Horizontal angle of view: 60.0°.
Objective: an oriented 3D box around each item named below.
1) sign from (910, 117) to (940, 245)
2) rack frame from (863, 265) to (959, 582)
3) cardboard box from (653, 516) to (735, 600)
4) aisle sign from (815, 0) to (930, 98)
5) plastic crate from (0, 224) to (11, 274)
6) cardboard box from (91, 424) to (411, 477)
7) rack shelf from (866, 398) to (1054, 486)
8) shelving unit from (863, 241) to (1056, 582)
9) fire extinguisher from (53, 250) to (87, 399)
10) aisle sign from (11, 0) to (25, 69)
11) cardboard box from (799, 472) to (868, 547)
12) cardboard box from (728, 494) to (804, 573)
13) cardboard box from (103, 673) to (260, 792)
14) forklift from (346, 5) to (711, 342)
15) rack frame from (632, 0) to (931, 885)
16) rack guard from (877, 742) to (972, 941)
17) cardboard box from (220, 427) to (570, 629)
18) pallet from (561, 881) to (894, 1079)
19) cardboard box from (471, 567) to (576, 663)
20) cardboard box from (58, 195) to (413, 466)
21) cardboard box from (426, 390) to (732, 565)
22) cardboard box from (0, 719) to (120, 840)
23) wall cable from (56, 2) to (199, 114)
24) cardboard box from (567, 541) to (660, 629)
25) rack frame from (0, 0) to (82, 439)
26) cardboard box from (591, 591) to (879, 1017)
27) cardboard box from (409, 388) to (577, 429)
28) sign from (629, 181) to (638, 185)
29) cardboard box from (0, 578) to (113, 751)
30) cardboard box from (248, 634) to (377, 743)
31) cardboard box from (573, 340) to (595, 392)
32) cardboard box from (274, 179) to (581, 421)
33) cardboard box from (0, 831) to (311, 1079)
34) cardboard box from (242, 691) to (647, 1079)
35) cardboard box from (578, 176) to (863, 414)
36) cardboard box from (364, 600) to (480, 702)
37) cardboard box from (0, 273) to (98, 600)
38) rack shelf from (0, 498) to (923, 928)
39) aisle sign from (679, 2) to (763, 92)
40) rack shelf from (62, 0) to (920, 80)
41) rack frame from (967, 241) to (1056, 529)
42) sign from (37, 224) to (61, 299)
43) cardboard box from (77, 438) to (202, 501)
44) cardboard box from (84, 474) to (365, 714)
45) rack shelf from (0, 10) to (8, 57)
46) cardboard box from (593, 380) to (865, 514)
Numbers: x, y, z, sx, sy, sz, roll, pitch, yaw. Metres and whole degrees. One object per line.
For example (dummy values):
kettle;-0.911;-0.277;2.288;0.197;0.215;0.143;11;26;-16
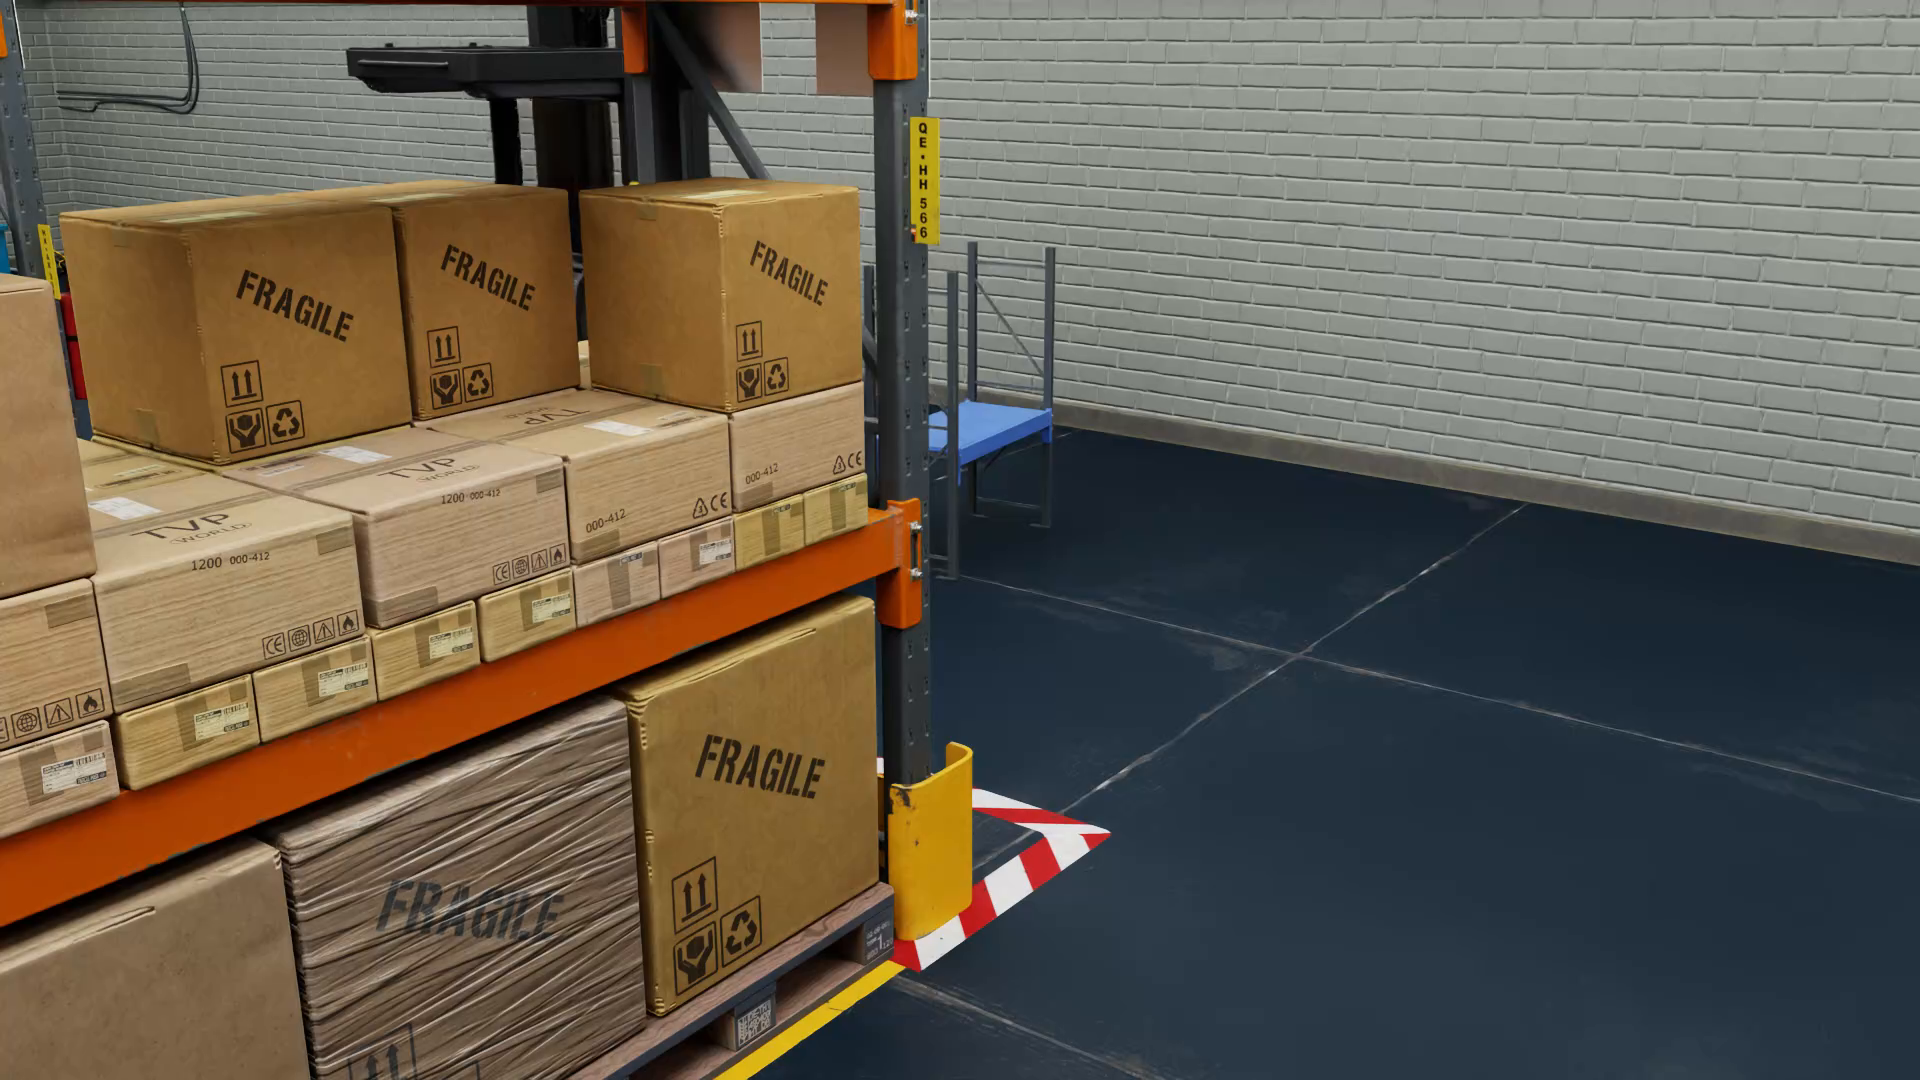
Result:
sign;-0.095;-0.943;4.372;0.100;0.325;0.005;12;21;35
rack frame;-0.232;-0.553;7.996;0.500;1.500;0.032;9;20;28
cardboard box;-0.775;0.009;4.081;0.380;0.149;0.250;12;21;35
aisle sign;-0.238;-1.582;4.397;0.394;0.787;0.004;12;21;35
plastic crate;-4.549;-1.184;7.339;0.616;0.435;0.499;12;21;35
cardboard box;-1.632;-0.136;3.876;0.500;0.250;0.500;12;21;33
rack shelf;0.016;-0.513;8.473;0.538;0.185;1.000;9;20;28
shelving unit;0.016;-0.685;8.419;0.538;1.500;1.048;9;20;28
fire extinguisher;-4.045;-0.992;7.640;0.296;0.674;0.183;12;21;35
aisle sign;-4.222;-2.458;7.219;0.394;0.787;0.004;12;21;35
cardboard box;-0.470;-0.113;4.475;0.380;0.149;0.250;13;21;36
cardboard box;-0.623;-0.051;4.274;0.380;0.149;0.250;13;21;35
cardboard box;-1.535;0.313;3.101;0.380;0.149;0.250;12;21;33
forklift;-1.872;-1.051;7.186;3.031;2.935;1.130;-16;24;-42
rack frame;-0.522;-0.376;4.898;1.000;3.000;0.127;12;21;35
rack guard;-0.508;0.812;5.287;1.175;0.500;0.348;12;21;35
cardboard box;-1.203;-0.043;3.574;0.500;0.250;0.500;12;21;33
pallet;-0.936;1.160;4.654;1.003;0.211;1.213;12;21;35
cardboard box;-1.077;0.130;3.691;0.380;0.149;0.250;12;21;33
cardboard box;-1.627;-0.495;3.766;0.500;0.500;0.500;12;21;33
cardboard box;-0.901;-0.164;3.965;0.500;0.250;0.500;12;21;34
cardboard box;-1.690;0.376;2.899;0.380;0.149;0.250;13;21;35
wall cable;-8.799;-5.668;17.059;3.097;2.526;0.112;12;21;35
cardboard box;-0.924;0.068;3.891;0.380;0.149;0.250;13;21;36
rack frame;-4.500;-1.252;7.716;1.000;3.000;0.127;12;21;35
cardboard box;-0.839;0.604;4.614;0.875;0.875;0.875;12;21;35
cardboard box;-1.329;-0.255;4.259;0.500;0.250;0.500;12;21;34
sign;-0.964;-0.927;5.078;0.100;0.325;0.005;12;21;35
cardboard box;-1.811;0.198;2.799;0.500;0.250;0.500;13;22;36
cardboard box;-1.381;0.251;3.302;0.380;0.149;0.250;13;21;36
cardboard box;-1.025;-0.380;4.662;0.500;0.250;0.500;12;21;33
cardboard box;-1.323;-0.619;4.167;0.500;0.500;0.500;12;21;33
cardboard box;-1.912;1.033;3.234;0.875;0.875;0.875;12;21;35
cardboard box;-1.381;0.821;3.916;0.875;0.875;0.875;12;21;35
cardboard box;-0.601;-0.642;4.242;0.500;0.500;0.500;13;21;35
cardboard box;-1.231;0.192;3.491;0.380;0.149;0.250;13;21;35
cardboard box;-1.809;-0.162;2.694;0.500;0.500;0.500;12;21;33
rack shelf;-1.714;0.444;3.471;1.077;0.370;4.000;12;21;35
aisle sign;-0.720;-1.688;4.738;0.394;0.787;0.004;12;21;35
rack shelf;-1.714;-0.989;3.026;1.077;0.370;4.000;12;21;35
rack frame;0.265;-0.816;8.843;0.500;1.500;0.032;9;20;28
sign;-4.048;-1.236;7.392;0.100;0.325;0.005;12;21;35
cardboard box;-1.938;-0.011;3.473;0.500;0.250;0.500;12;21;34
cardboard box;-1.511;0.082;3.172;0.500;0.250;0.500;12;21;35
rack shelf;-5.692;-1.864;5.844;1.077;0.370;4.000;12;21;35
cardboard box;-0.598;-0.284;4.353;0.500;0.250;0.500;12;21;34
